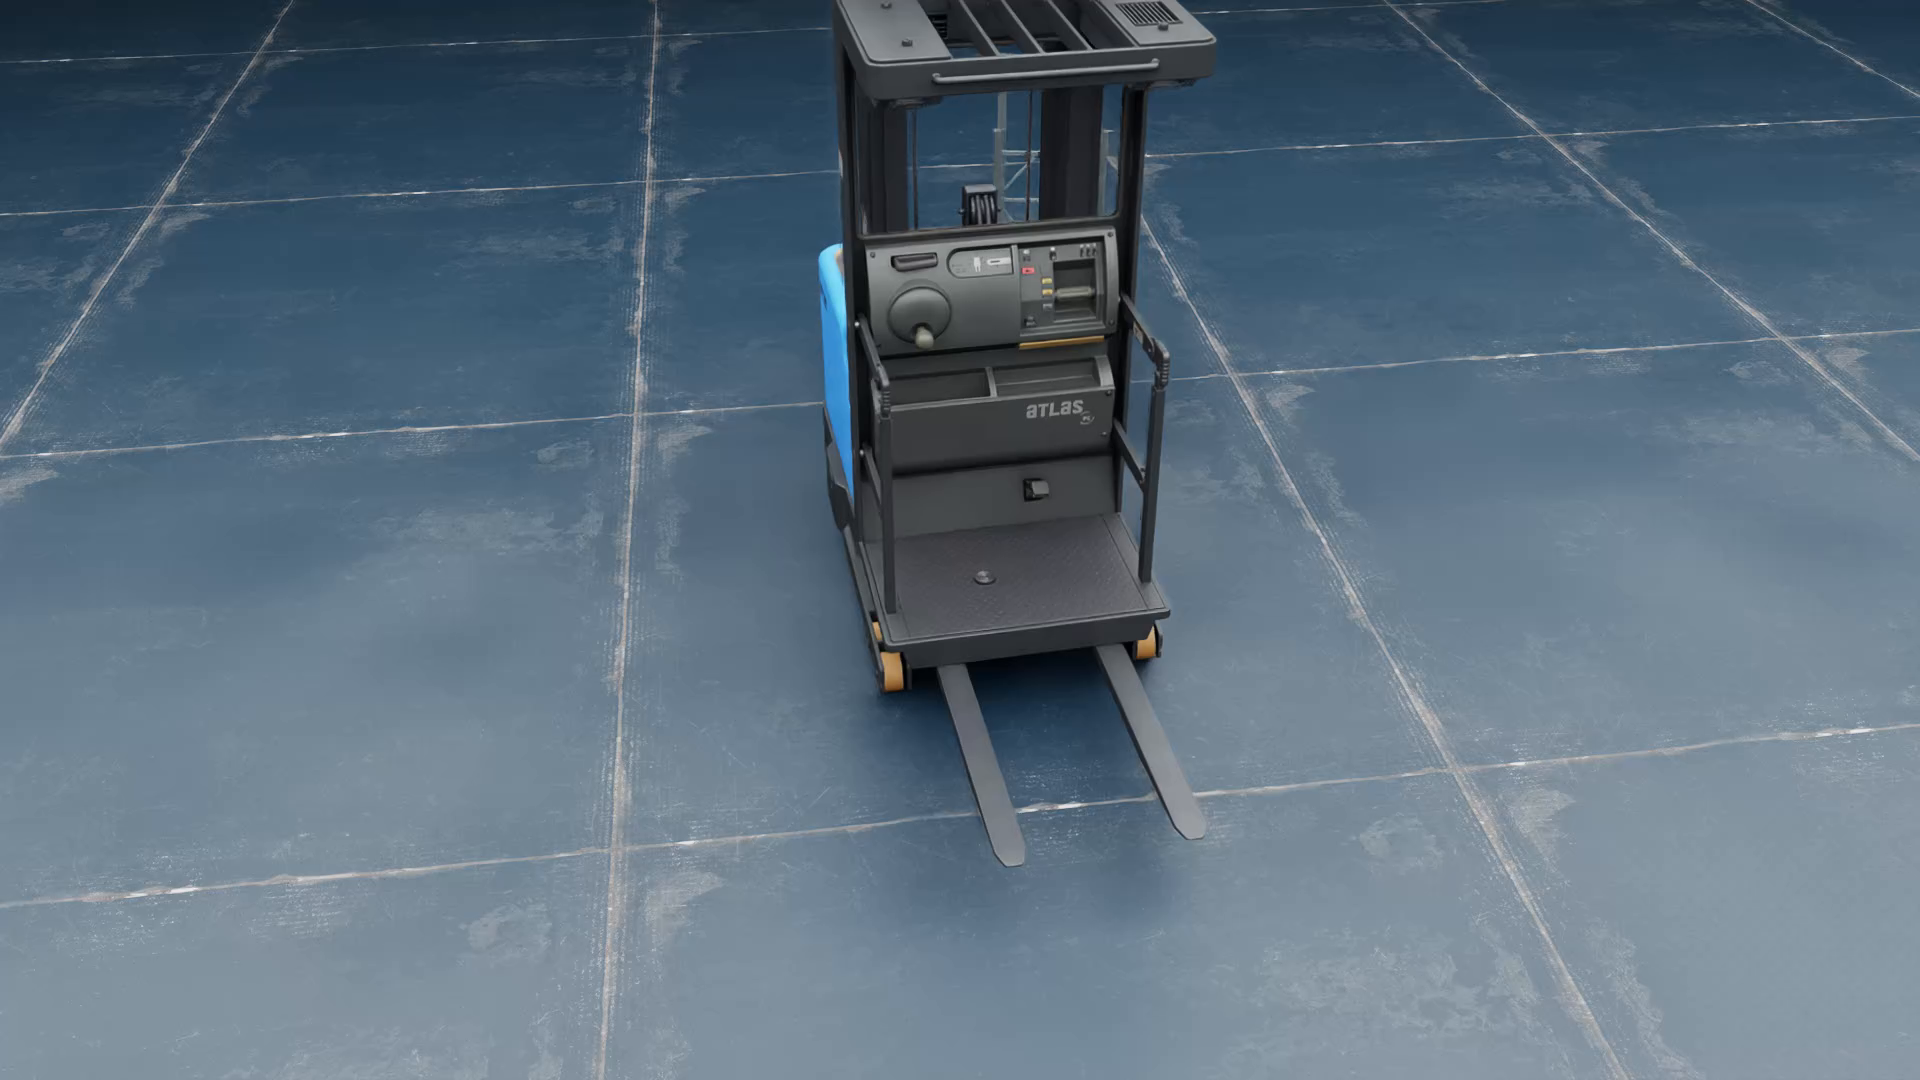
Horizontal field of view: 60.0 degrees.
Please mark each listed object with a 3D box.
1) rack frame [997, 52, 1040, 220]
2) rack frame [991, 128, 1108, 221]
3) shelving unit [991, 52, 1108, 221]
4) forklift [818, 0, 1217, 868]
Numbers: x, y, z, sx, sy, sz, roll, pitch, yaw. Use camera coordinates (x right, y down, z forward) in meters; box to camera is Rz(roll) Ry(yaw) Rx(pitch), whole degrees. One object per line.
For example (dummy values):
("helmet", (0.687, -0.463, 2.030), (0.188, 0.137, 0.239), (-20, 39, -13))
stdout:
("rack frame", (0.435, -1.726, 8.450), (0.500, 1.500, 0.032), (1, 34, 2))
("rack frame", (0.388, -1.154, 7.611), (0.500, 1.500, 0.032), (1, 34, 2))
("shelving unit", (0.411, -1.440, 8.031), (0.538, 1.500, 1.048), (1, 34, 2))
("forklift", (0.169, -0.854, 5.901), (1.130, 2.935, 3.031), (-7, 35, -10))
